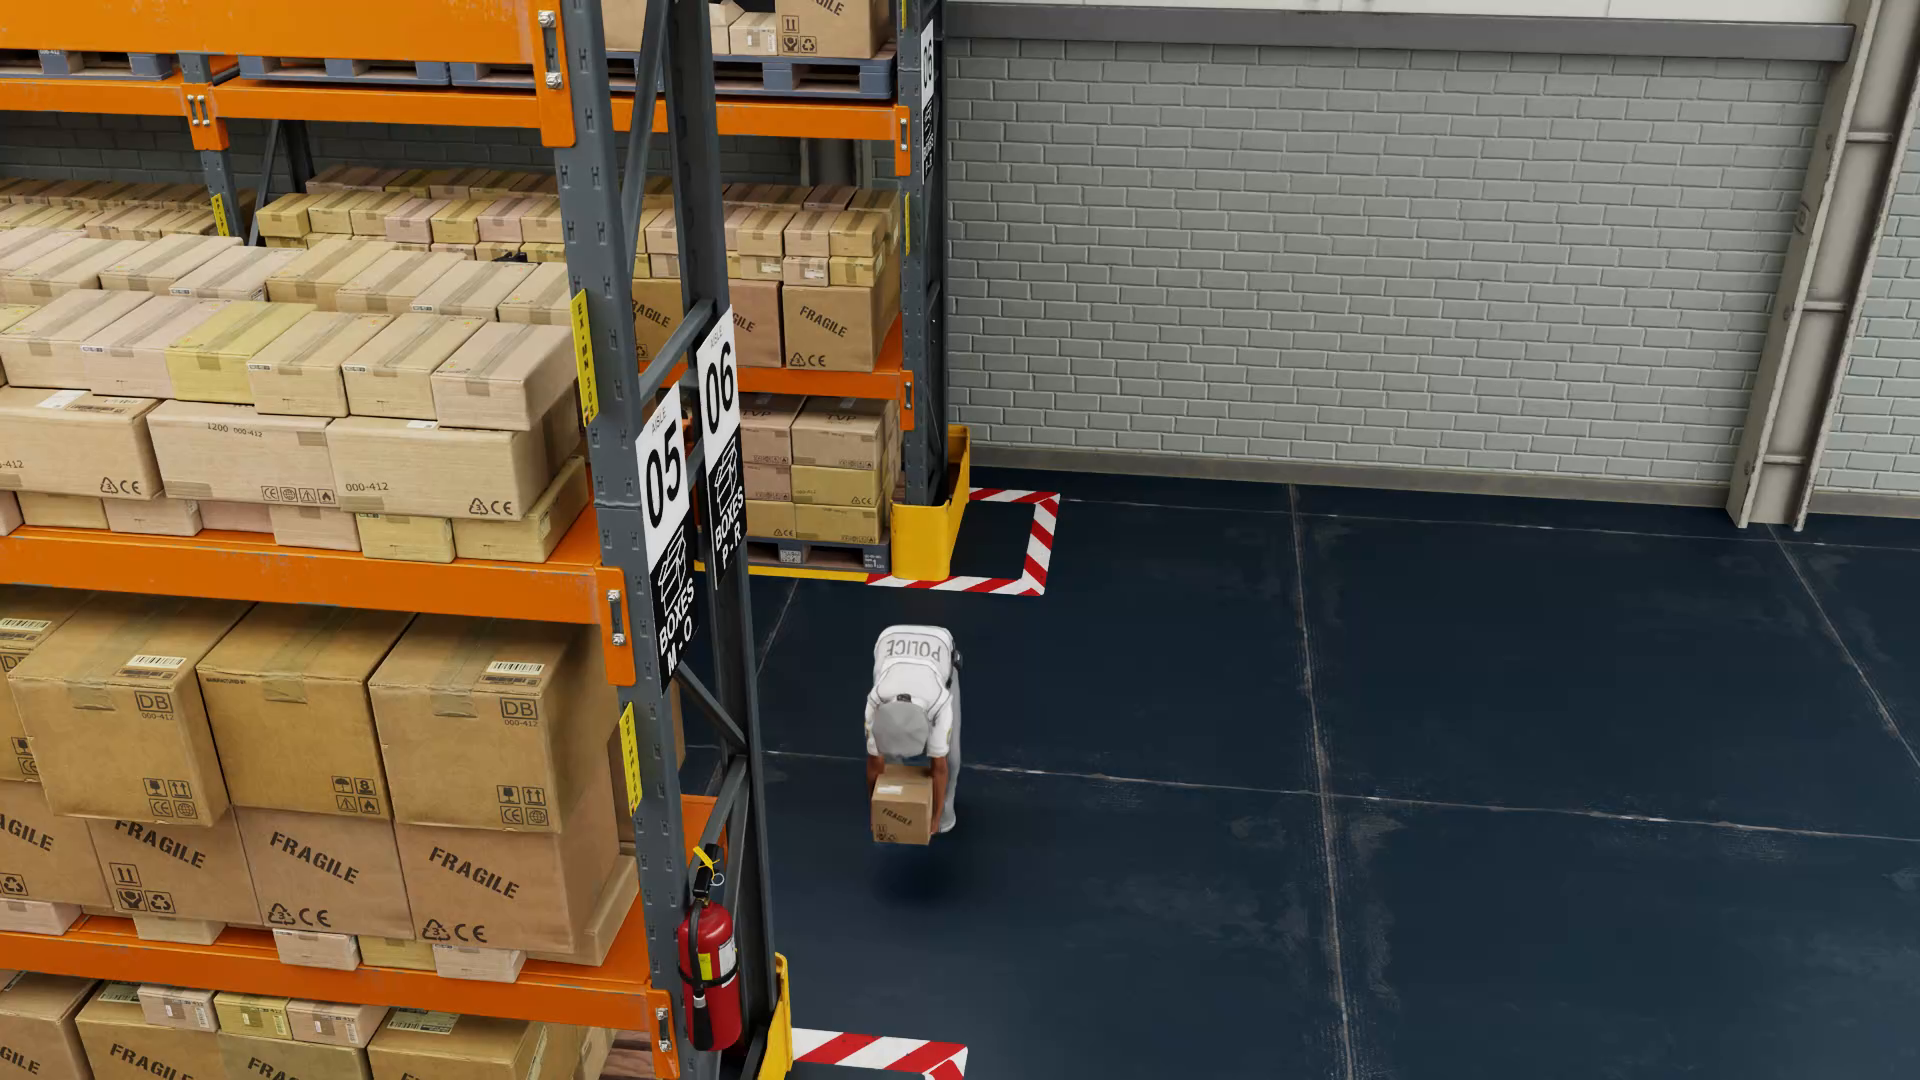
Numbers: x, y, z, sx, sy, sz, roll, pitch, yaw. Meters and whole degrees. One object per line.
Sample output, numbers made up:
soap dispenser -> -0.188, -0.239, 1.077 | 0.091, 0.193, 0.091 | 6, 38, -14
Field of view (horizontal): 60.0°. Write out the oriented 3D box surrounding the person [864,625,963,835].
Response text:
person -> -0.224, 0.971, 7.598 | 0.434, 1.040, 0.941 | 2, 29, 4
